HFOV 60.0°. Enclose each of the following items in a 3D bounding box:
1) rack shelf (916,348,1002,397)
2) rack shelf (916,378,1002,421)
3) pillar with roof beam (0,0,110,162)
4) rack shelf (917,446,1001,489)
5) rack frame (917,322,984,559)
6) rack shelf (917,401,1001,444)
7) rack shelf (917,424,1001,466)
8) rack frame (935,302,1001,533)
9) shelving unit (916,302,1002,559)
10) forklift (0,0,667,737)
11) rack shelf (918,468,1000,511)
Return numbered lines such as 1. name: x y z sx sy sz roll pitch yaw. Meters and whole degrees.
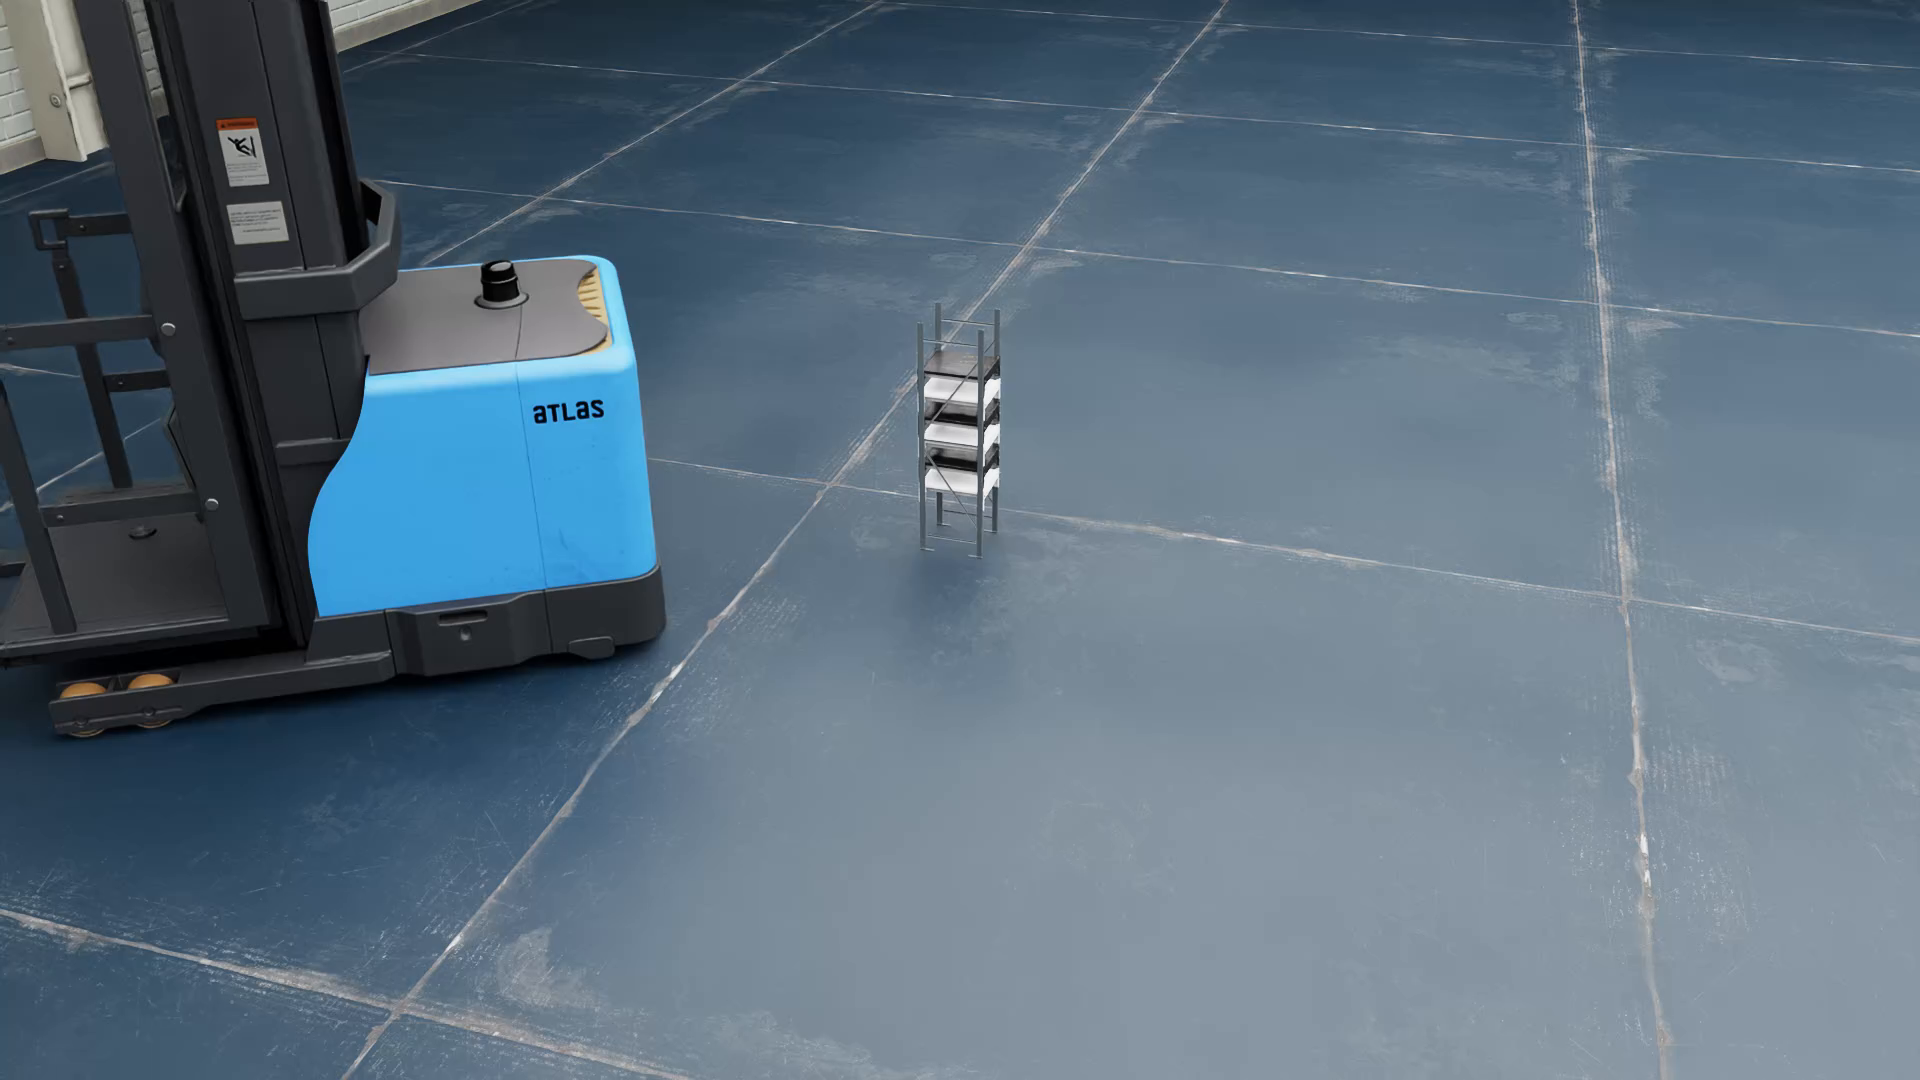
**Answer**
1. rack shelf: -0.002 -0.596 5.909 0.258 0.077 0.200 8 30 15
2. rack shelf: -0.002 -0.518 5.953 0.258 0.077 0.200 8 30 15
3. pillar with roof beam: -1.558 -5.836 7.485 9.100 9.000 0.400 8 30 15
4. rack shelf: -0.002 -0.282 6.084 0.258 0.077 0.200 8 30 15
5. rack frame: -0.032 -0.342 5.940 0.240 0.900 0.006 8 30 15
6. rack shelf: -0.002 -0.439 5.997 0.258 0.077 0.200 8 30 15
7. rack shelf: -0.002 -0.360 6.041 0.258 0.077 0.200 8 30 15
8. rack frame: 0.027 -0.437 6.109 0.240 0.900 0.006 8 30 15
9. shelving unit: -0.002 -0.389 6.024 0.258 0.900 0.210 8 30 15
10. forklift: -2.561 -0.955 4.951 3.031 2.935 1.130 -7 30 -13
11. rack shelf: -0.002 -0.203 6.128 0.258 0.077 0.200 8 30 15
